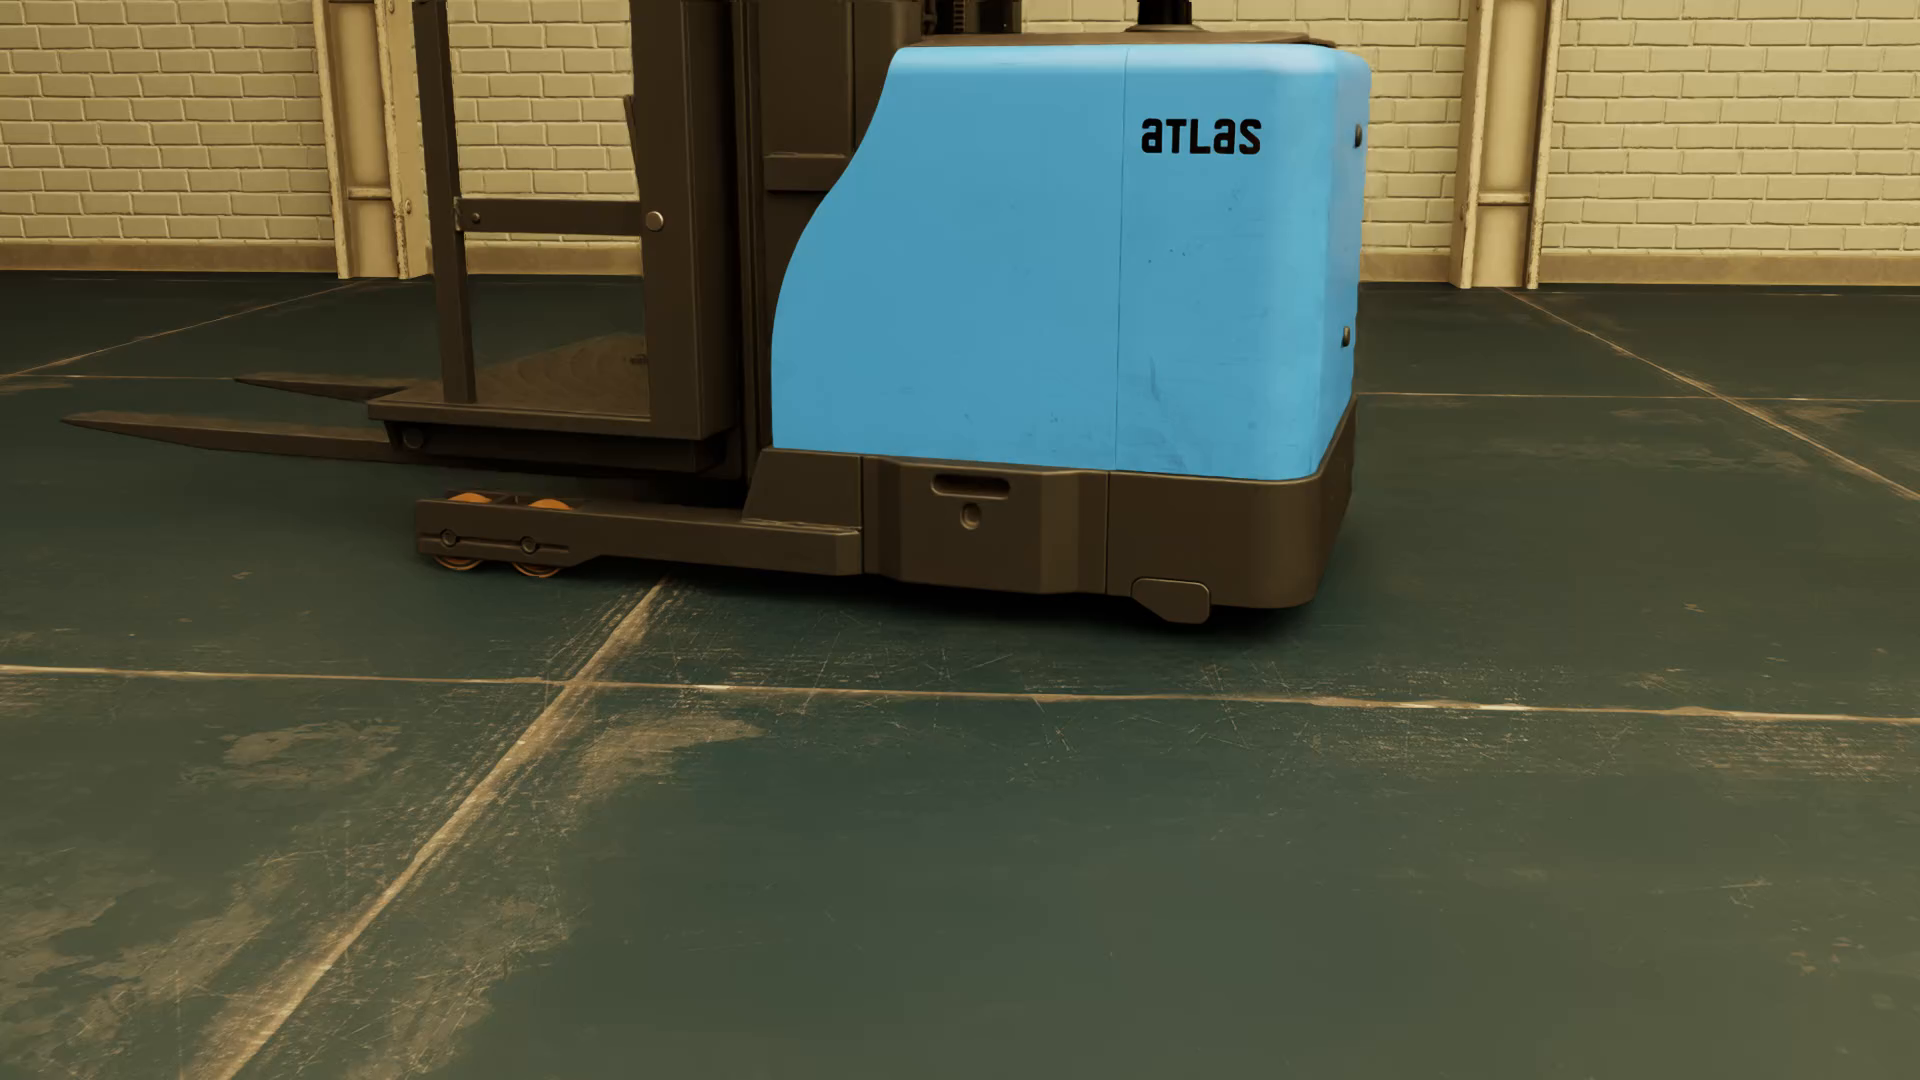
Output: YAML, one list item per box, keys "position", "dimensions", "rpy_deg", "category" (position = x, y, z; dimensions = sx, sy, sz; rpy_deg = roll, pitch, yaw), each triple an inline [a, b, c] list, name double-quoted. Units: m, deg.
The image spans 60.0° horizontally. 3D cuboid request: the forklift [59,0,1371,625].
- position: [-0.652, -1.459, 3.595]
  dimensions: [3.031, 2.935, 1.130]
  rpy_deg: [5, 16, 17]
  category: "forklift"
